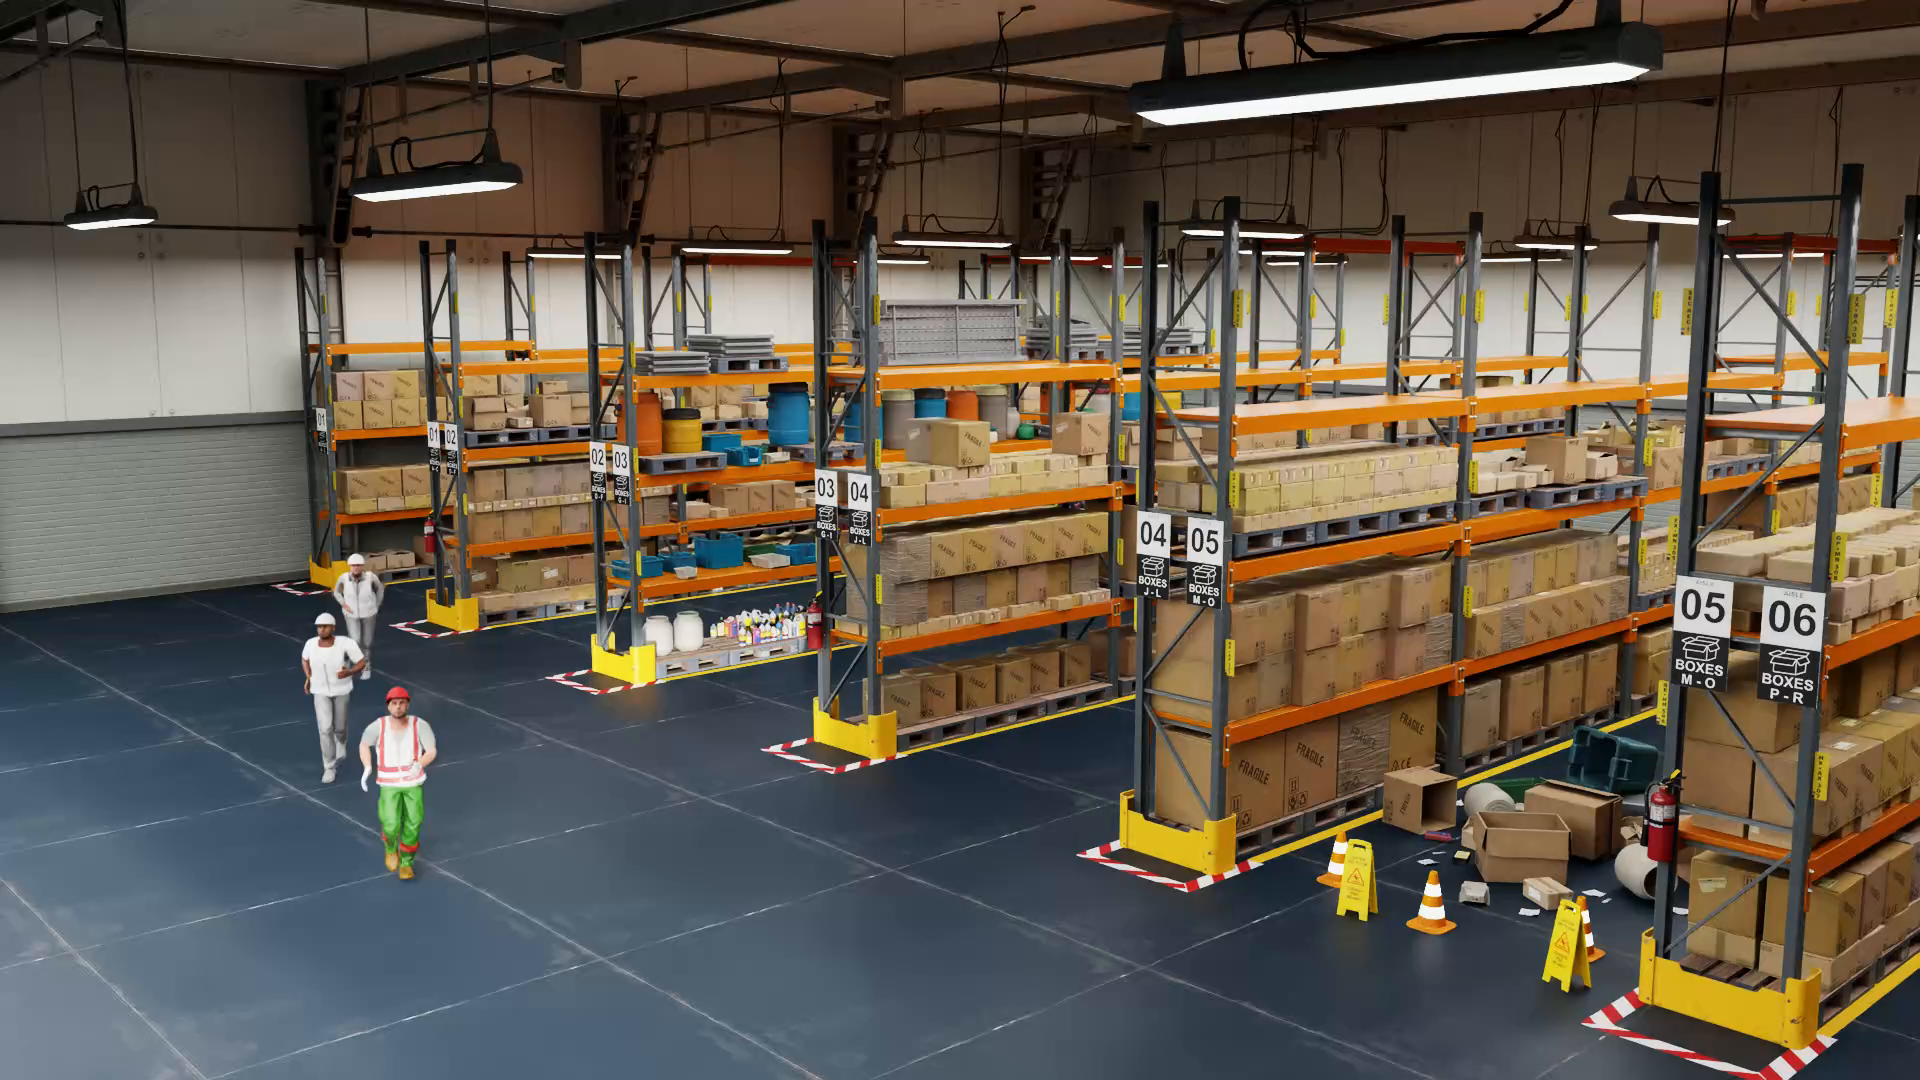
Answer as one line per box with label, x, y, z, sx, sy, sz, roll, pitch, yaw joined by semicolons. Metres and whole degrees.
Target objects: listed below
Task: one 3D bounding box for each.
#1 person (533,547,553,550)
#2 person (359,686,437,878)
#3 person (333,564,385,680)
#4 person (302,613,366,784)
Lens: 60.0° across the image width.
person;-7.270;0.038;29.217;0.610;1.718;0.698;-8;11;-43
person;-4.929;2.162;14.649;0.646;1.744;0.598;-3;9;-21
person;-8.194;1.038;22.746;0.649;1.686;0.774;-2;9;-14
person;-6.786;1.660;18.029;0.682;1.780;0.914;-2;9;-12
